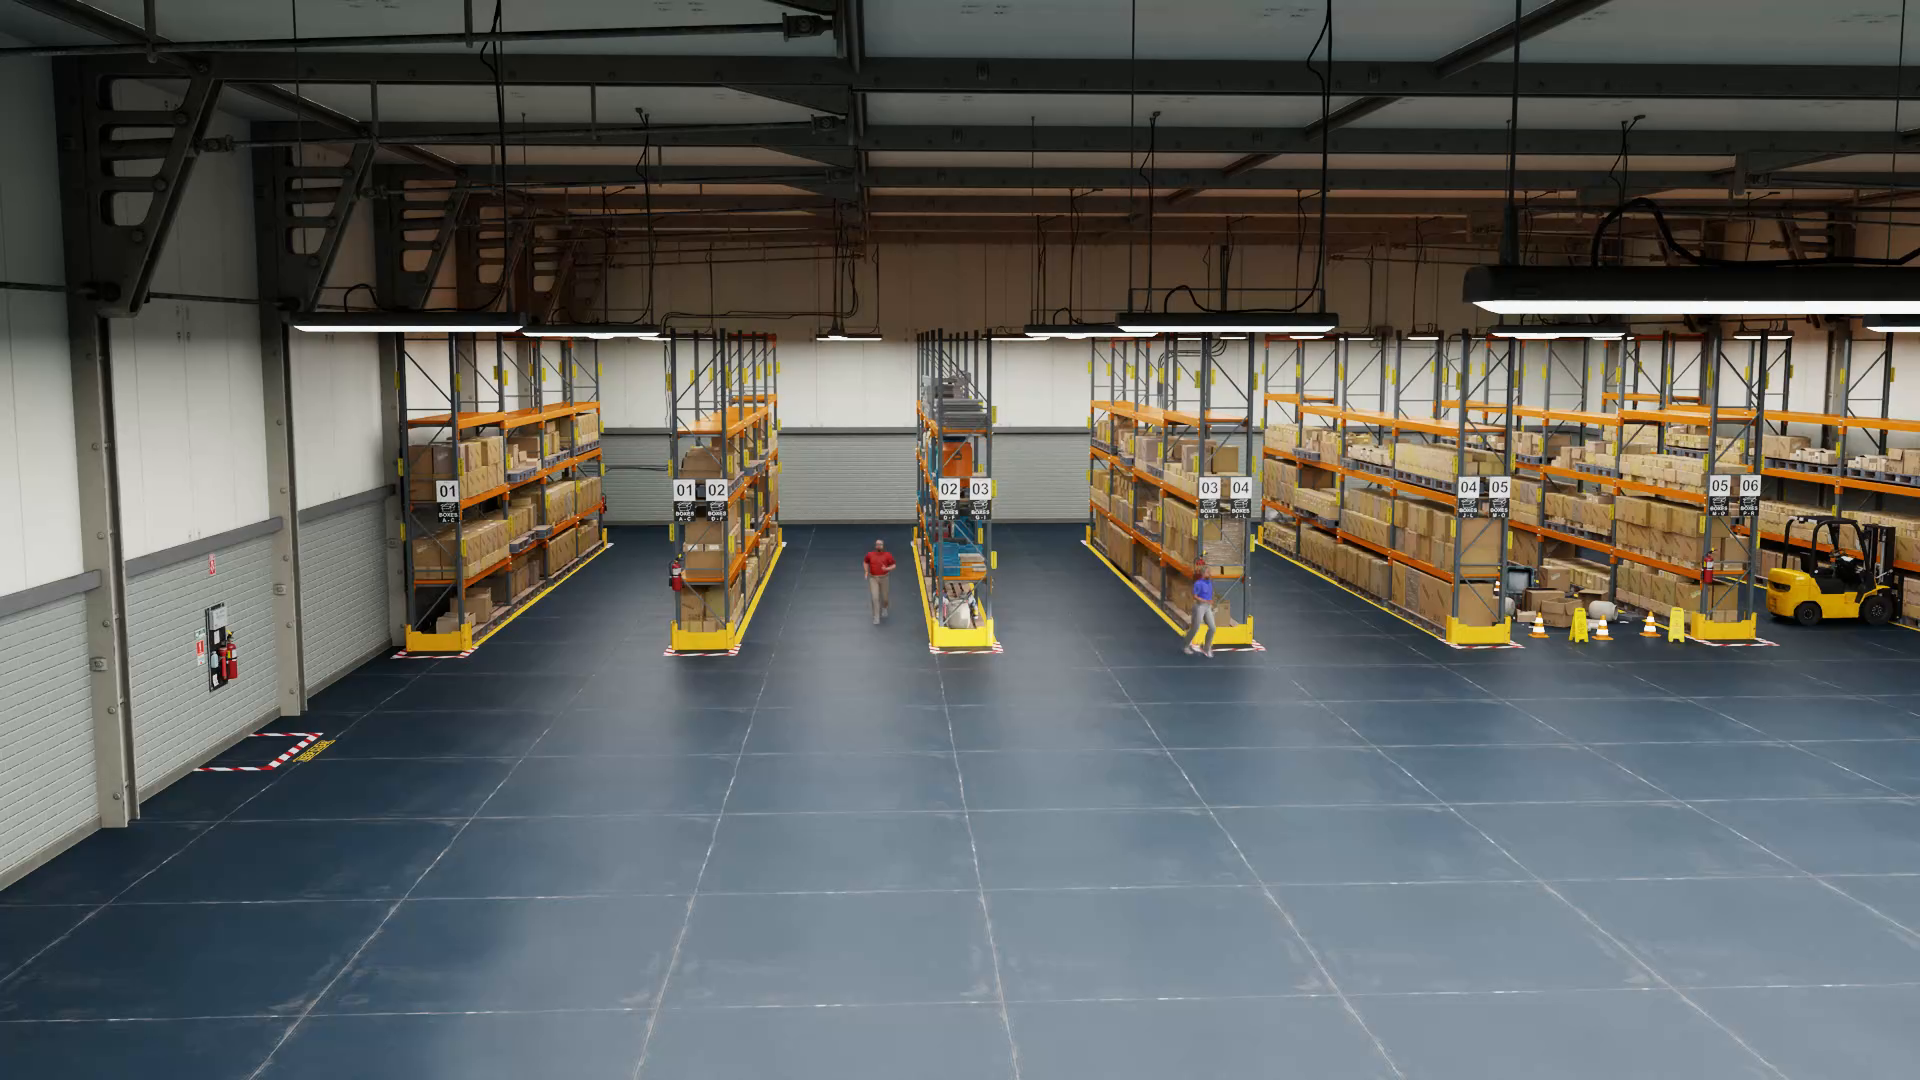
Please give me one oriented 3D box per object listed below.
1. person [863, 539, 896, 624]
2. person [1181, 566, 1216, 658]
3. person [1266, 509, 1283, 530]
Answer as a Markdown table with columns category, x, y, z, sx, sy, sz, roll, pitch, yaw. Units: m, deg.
| category | x | y | z | sx | sy | sz | roll | pitch | yaw |
| --- | --- | --- | --- | --- | --- | --- | --- | --- | --- |
| person | -1.660 | 0.837 | 34.217 | 0.673 | 1.699 | 0.923 | 0 | 7 | -2 |
| person | 4.449 | 1.386 | 30.533 | 0.598 | 1.628 | 0.704 | -6 | 9 | -41 |
| person | 9.305 | -0.932 | 49.194 | 0.840 | 1.720 | 1.005 | 1 | 7 | 9 |
